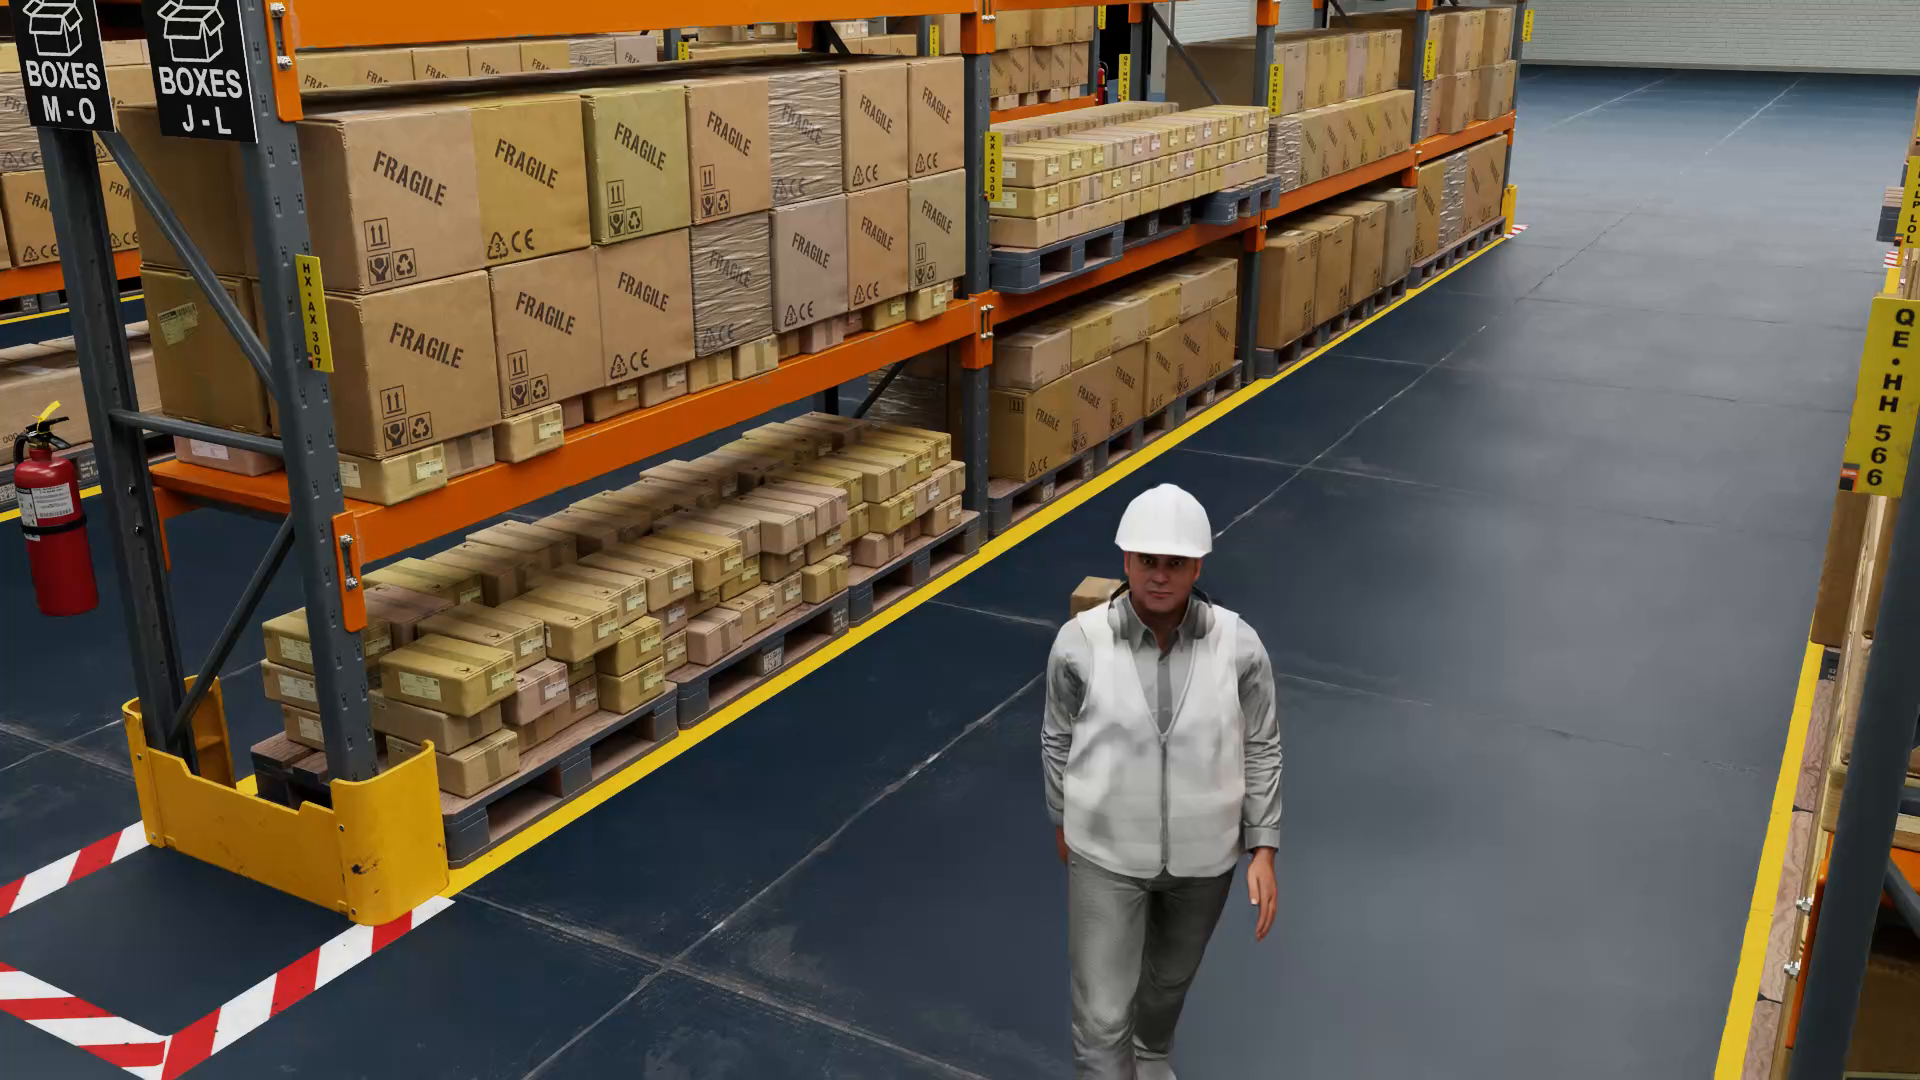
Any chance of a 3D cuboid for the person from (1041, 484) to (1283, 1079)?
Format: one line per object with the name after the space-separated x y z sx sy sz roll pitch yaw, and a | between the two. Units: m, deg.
0.476 0.744 3.862 0.551 1.724 0.952 -1 19 -2 | person
